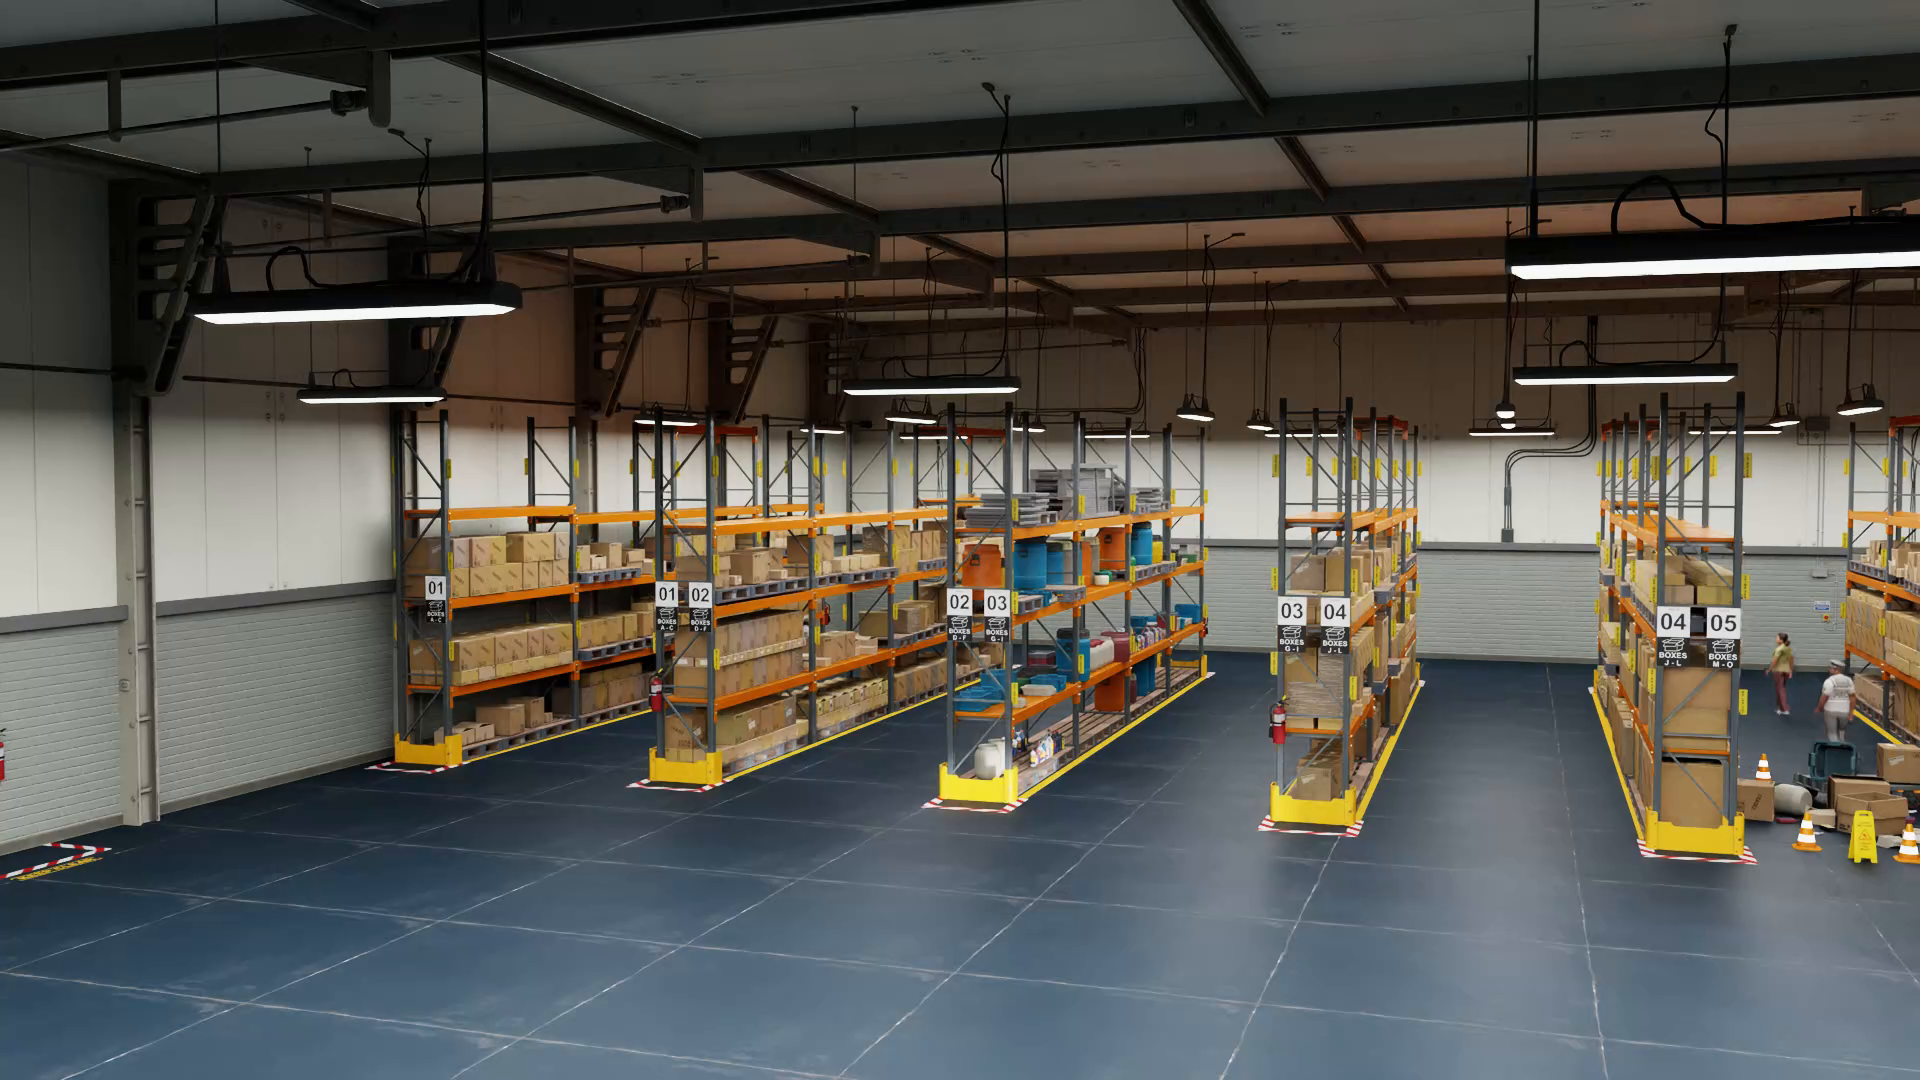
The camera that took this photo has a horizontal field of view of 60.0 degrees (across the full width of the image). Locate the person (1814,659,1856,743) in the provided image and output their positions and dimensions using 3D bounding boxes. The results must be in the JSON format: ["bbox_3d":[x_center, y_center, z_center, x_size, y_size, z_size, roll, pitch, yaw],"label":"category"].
[{"bbox_3d":[14.785,2.923,28.078,0.606,1.800,0.686,0,2,8],"label":"person"}]

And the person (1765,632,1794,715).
[{"bbox_3d":[16.649,2.719,33.740,0.516,1.700,0.670,0,2,-6],"label":"person"}]

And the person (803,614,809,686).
[{"bbox_3d":[-3.407,2.523,37.893,0.456,1.689,0.462,-1,3,-29],"label":"person"}]
